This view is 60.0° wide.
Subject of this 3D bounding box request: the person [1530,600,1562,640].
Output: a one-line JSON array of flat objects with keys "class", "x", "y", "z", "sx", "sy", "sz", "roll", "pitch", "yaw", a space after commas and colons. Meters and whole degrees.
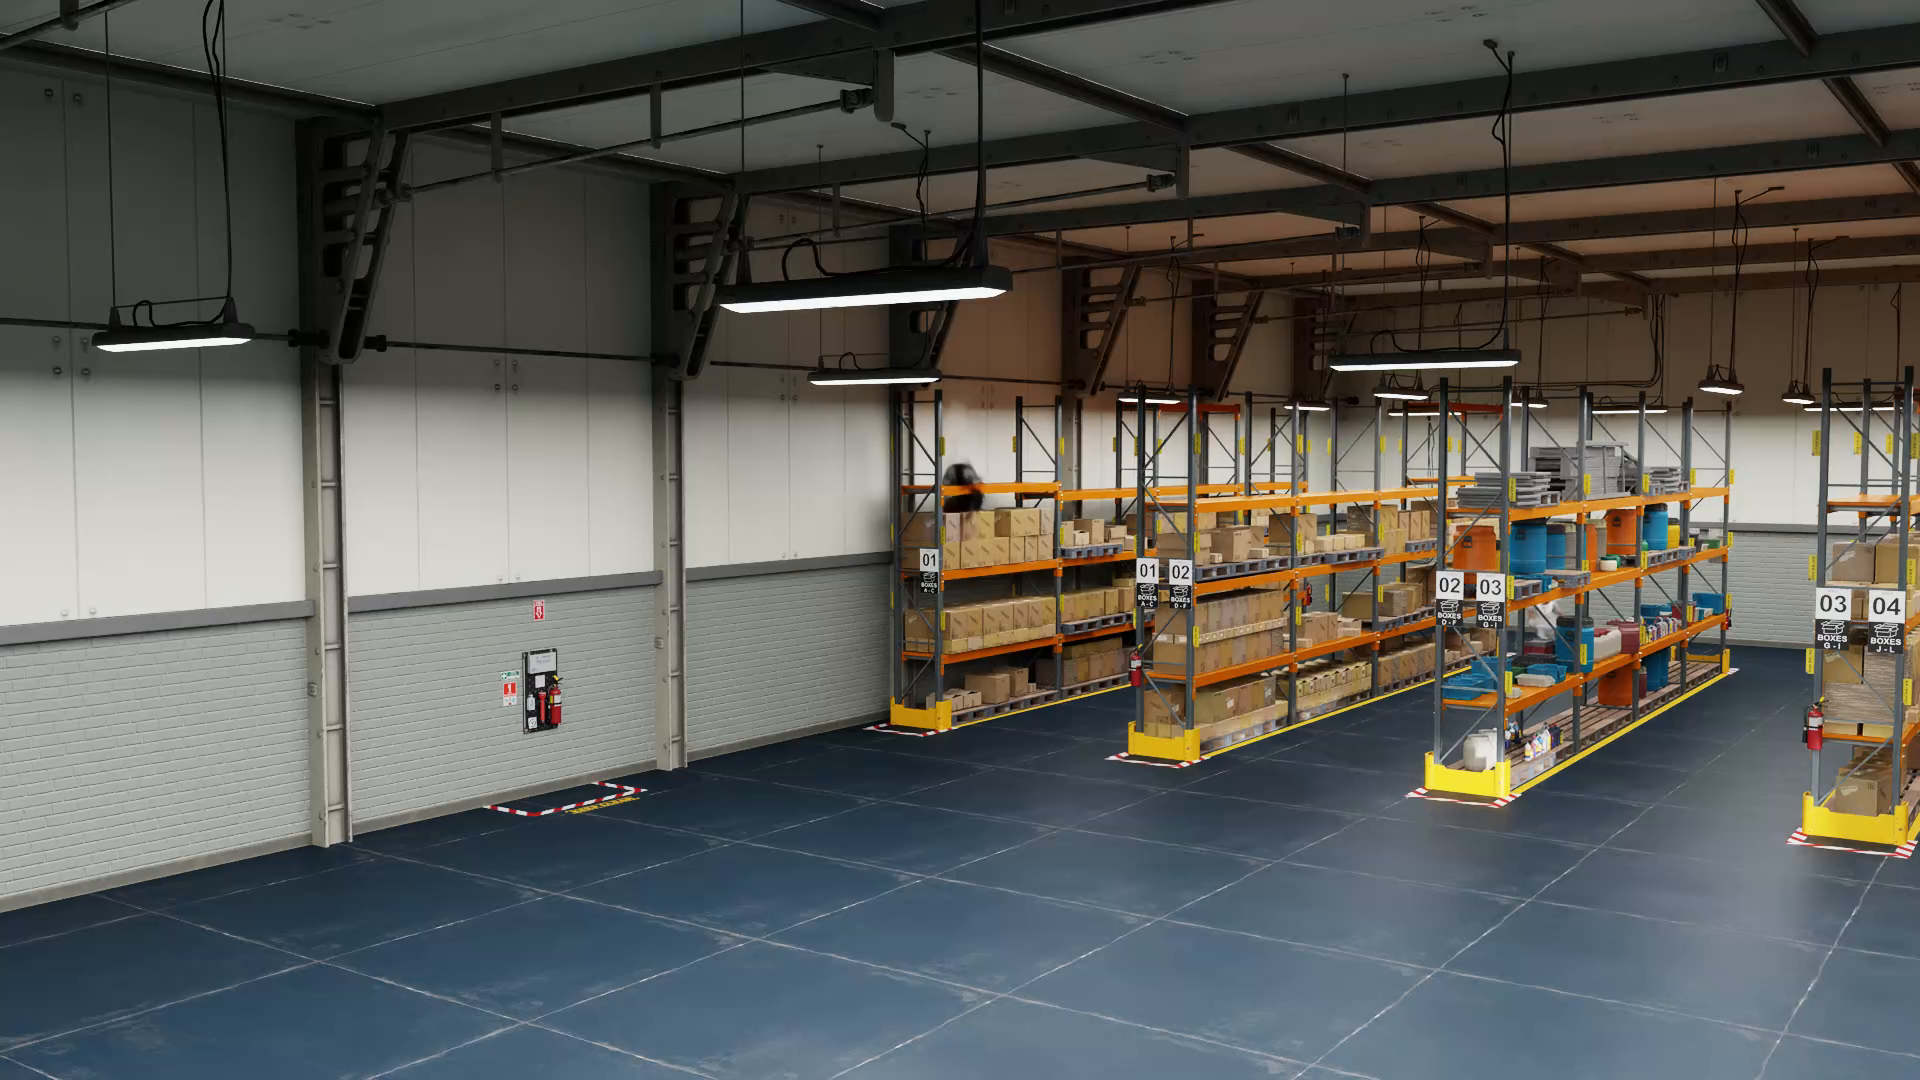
[{"class": "person", "x": 13.233, "y": 1.991, "z": 37.601, "sx": 0.692, "sy": 1.803, "sz": 0.869, "roll": 1, "pitch": 3, "yaw": 22}]
